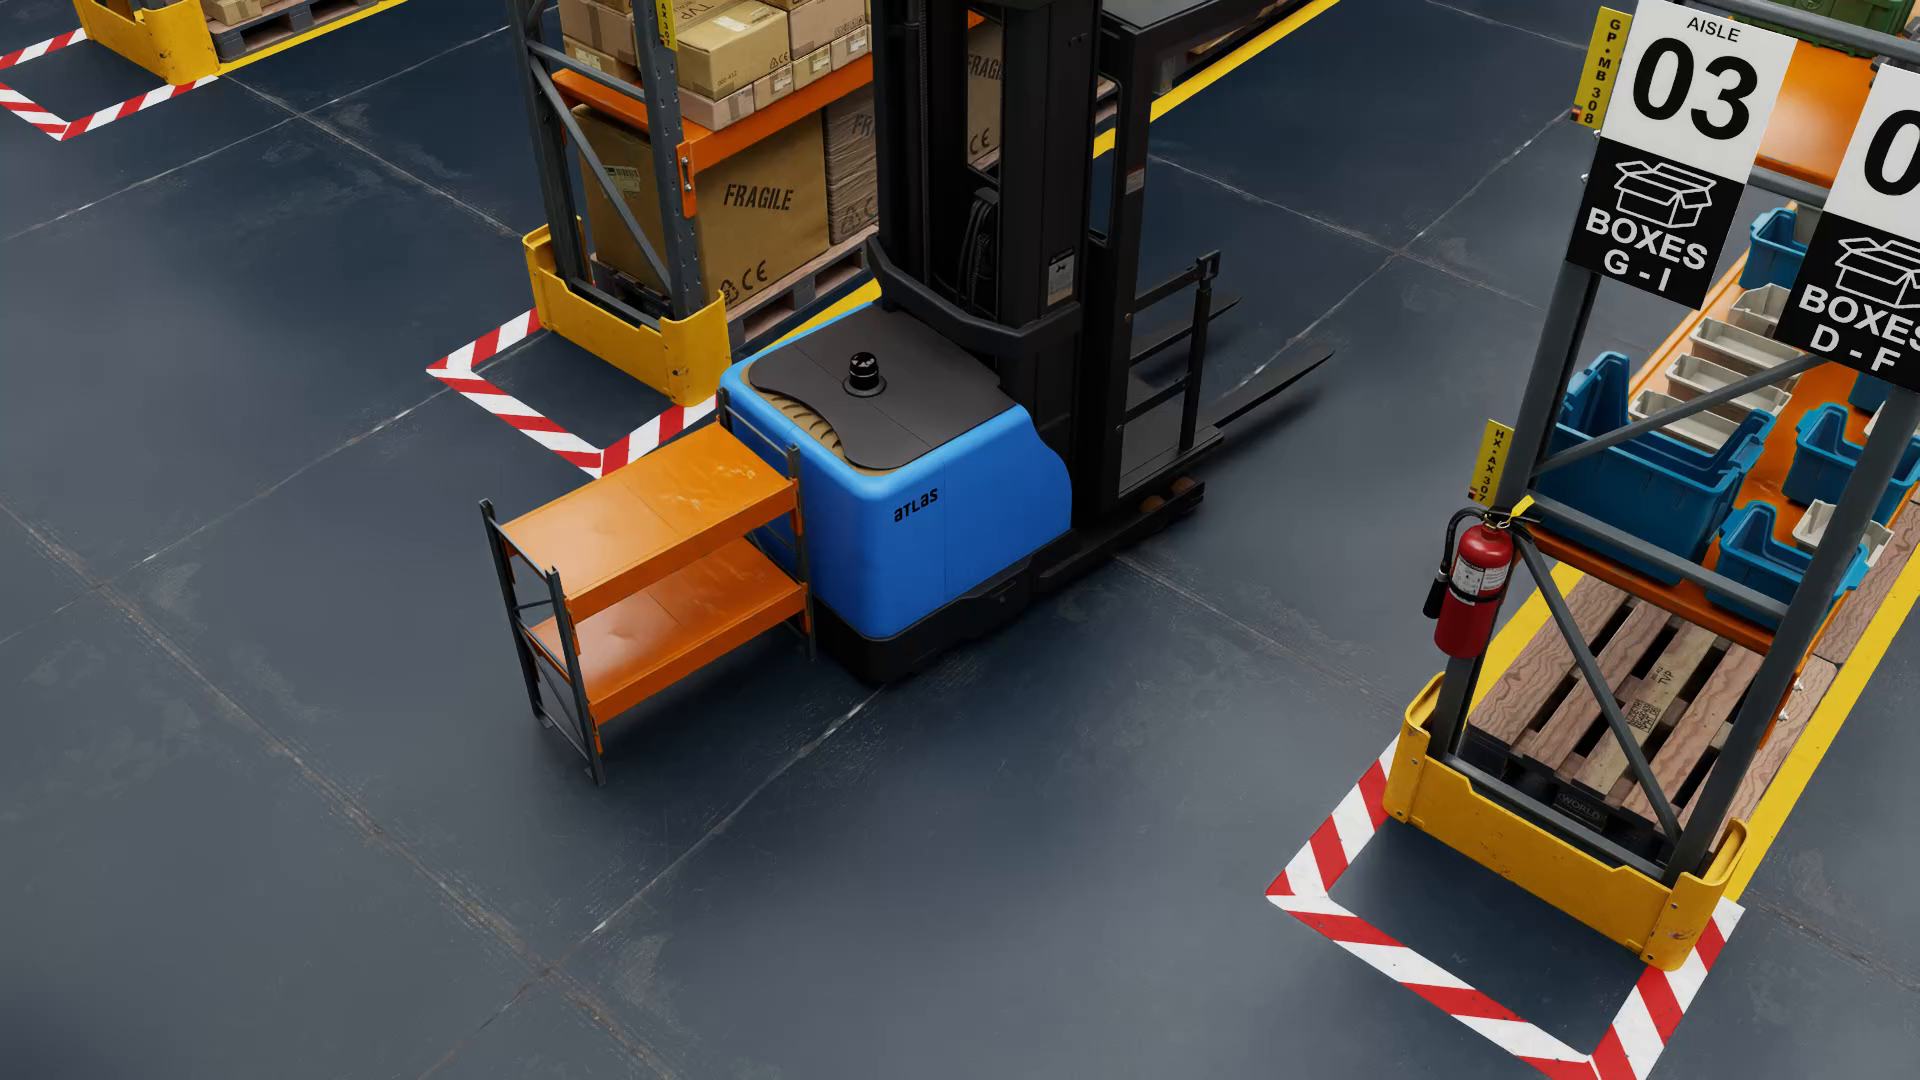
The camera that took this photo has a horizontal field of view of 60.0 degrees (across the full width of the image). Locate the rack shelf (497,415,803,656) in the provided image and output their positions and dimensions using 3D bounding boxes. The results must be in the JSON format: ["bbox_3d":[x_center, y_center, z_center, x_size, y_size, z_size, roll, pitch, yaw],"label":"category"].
[{"bbox_3d":[-1.151,-0.039,6.204,1.000,0.278,0.538,-30,50,-29],"label":"rack shelf"}]

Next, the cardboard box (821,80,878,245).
[{"bbox_3d":[-0.713,-2.296,8.995,0.875,0.875,0.875,29,50,28],"label":"cardboard box"}]

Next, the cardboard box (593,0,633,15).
[{"bbox_3d":[-1.537,-2.791,7.605,0.500,0.500,0.500,30,50,29],"label":"cardboard box"}]

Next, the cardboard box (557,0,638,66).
[{"bbox_3d":[-1.540,-2.513,7.857,0.500,0.250,0.500,29,50,28],"label":"cardboard box"}]

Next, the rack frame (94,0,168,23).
[{"bbox_3d":[-5.380,-4.294,9.925,1.000,3.000,0.127,29,50,28],"label":"rack frame"}]

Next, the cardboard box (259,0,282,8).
[{"bbox_3d":[-4.692,-3.696,11.074,0.380,0.149,0.250,29,50,28],"label":"cardboard box"}]

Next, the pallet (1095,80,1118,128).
[{"bbox_3d":[0.376,-2.765,10.316,1.003,0.211,1.213,29,50,28],"label":"pallet"}]

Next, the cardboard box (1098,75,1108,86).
[{"bbox_3d":[0.439,-3.218,10.009,0.875,0.875,0.875,29,50,28],"label":"cardboard box"}]

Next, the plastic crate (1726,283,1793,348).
[{"bbox_3d":[3.063,-0.830,6.267,0.298,0.136,0.250,29,50,28],"label":"plastic crate"}]

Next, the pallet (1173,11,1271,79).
[{"bbox_3d":[1.364,-3.552,11.182,1.003,0.211,1.213,29,50,28],"label":"pallet"}]

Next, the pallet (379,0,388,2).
[{"bbox_3d":[-3.996,-4.330,12.037,1.003,0.211,1.213,29,50,28],"label":"pallet"}]

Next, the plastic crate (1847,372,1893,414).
[{"bbox_3d":[3.400,-0.573,5.912,0.416,0.233,0.300,29,50,28],"label":"plastic crate"}]

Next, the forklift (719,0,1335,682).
[{"bbox_3d":[0.475,-1.360,6.749,3.031,2.935,1.130,-30,50,-29],"label":"forklift"}]

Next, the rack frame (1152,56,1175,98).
[{"bbox_3d":[0.925,-4.154,9.771,1.000,3.000,0.127,29,50,28],"label":"rack frame"}]

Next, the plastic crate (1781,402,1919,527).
[{"bbox_3d":[2.976,-0.234,5.540,0.416,0.233,0.300,29,50,28],"label":"plastic crate"}]

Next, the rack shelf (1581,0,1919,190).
[{"bbox_3d":[3.429,-1.823,5.513,1.077,0.370,4.000,29,50,28],"label":"rack shelf"}]

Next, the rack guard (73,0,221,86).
[{"bbox_3d":[-5.331,-3.408,10.809,1.175,0.500,0.348,29,50,28],"label":"rack guard"}]

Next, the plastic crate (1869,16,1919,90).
[{"bbox_3d":[2.603,-1.089,4.268,0.497,0.269,0.590,29,50,28],"label":"plastic crate"}]

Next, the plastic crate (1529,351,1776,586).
[{"bbox_3d":[2.214,-0.239,5.394,0.616,0.435,0.499,29,50,28],"label":"plastic crate"}]

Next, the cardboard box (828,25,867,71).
[{"bbox_3d":[-0.673,-2.441,8.074,0.380,0.149,0.250,29,50,28],"label":"cardboard box"}]

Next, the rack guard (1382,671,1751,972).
[{"bbox_3d":[2.136,0.993,5.969,1.175,0.500,0.348,29,50,28],"label":"rack guard"}]

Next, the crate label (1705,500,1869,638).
[{"bbox_3d":[2.553,0.105,5.167,0.416,0.233,0.303,29,50,28],"label":"crate label"}]

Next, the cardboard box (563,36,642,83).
[{"bbox_3d":[-1.672,-2.327,7.949,0.380,0.149,0.250,30,50,29],"label":"cardboard box"}]

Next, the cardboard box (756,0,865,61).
[{"bbox_3d":[-0.804,-2.550,7.897,0.500,0.250,0.500,29,50,28],"label":"cardboard box"}]

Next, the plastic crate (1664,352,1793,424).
[{"bbox_3d":[2.726,-0.516,5.921,0.396,0.136,0.243,29,50,28],"label":"plastic crate"}]

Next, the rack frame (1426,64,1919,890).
[{"bbox_3d":[2.142,0.050,5.148,1.000,3.000,0.127,29,50,28],"label":"rack frame"}]

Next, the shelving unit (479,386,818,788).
[{"bbox_3d":[-1.151,0.178,6.401,1.048,1.125,0.538,-30,50,-29],"label":"shelving unit"}]

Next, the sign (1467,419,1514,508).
[{"bbox_3d":[1.710,-0.240,5.345,0.100,0.325,0.005,29,50,28],"label":"sign"}]

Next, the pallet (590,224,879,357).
[{"bbox_3d":[-1.194,-1.508,8.934,1.003,0.211,1.213,29,50,28],"label":"pallet"}]

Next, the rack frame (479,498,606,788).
[{"bbox_3d":[-1.536,0.400,6.156,0.032,1.125,0.500,-30,50,-29],"label":"rack frame"}]

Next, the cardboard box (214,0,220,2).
[{"bbox_3d":[-4.847,-3.663,10.817,0.380,0.149,0.250,32,51,30],"label":"cardboard box"}]

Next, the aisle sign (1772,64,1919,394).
[{"bbox_3d":[2.323,-0.746,4.091,0.394,0.787,0.004,29,50,28],"label":"aisle sign"}]

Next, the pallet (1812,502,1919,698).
[{"bbox_3d":[3.488,0.049,7.222,1.003,0.211,1.213,29,50,28],"label":"pallet"}]

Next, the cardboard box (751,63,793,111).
[{"bbox_3d":[-1.004,-2.174,7.780,0.380,0.149,0.250,29,50,28],"label":"cardboard box"}]

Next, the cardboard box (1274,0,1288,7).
[{"bbox_3d":[1.896,-4.322,11.223,1.225,0.875,0.875,28,49,27],"label":"cardboard box"}]
